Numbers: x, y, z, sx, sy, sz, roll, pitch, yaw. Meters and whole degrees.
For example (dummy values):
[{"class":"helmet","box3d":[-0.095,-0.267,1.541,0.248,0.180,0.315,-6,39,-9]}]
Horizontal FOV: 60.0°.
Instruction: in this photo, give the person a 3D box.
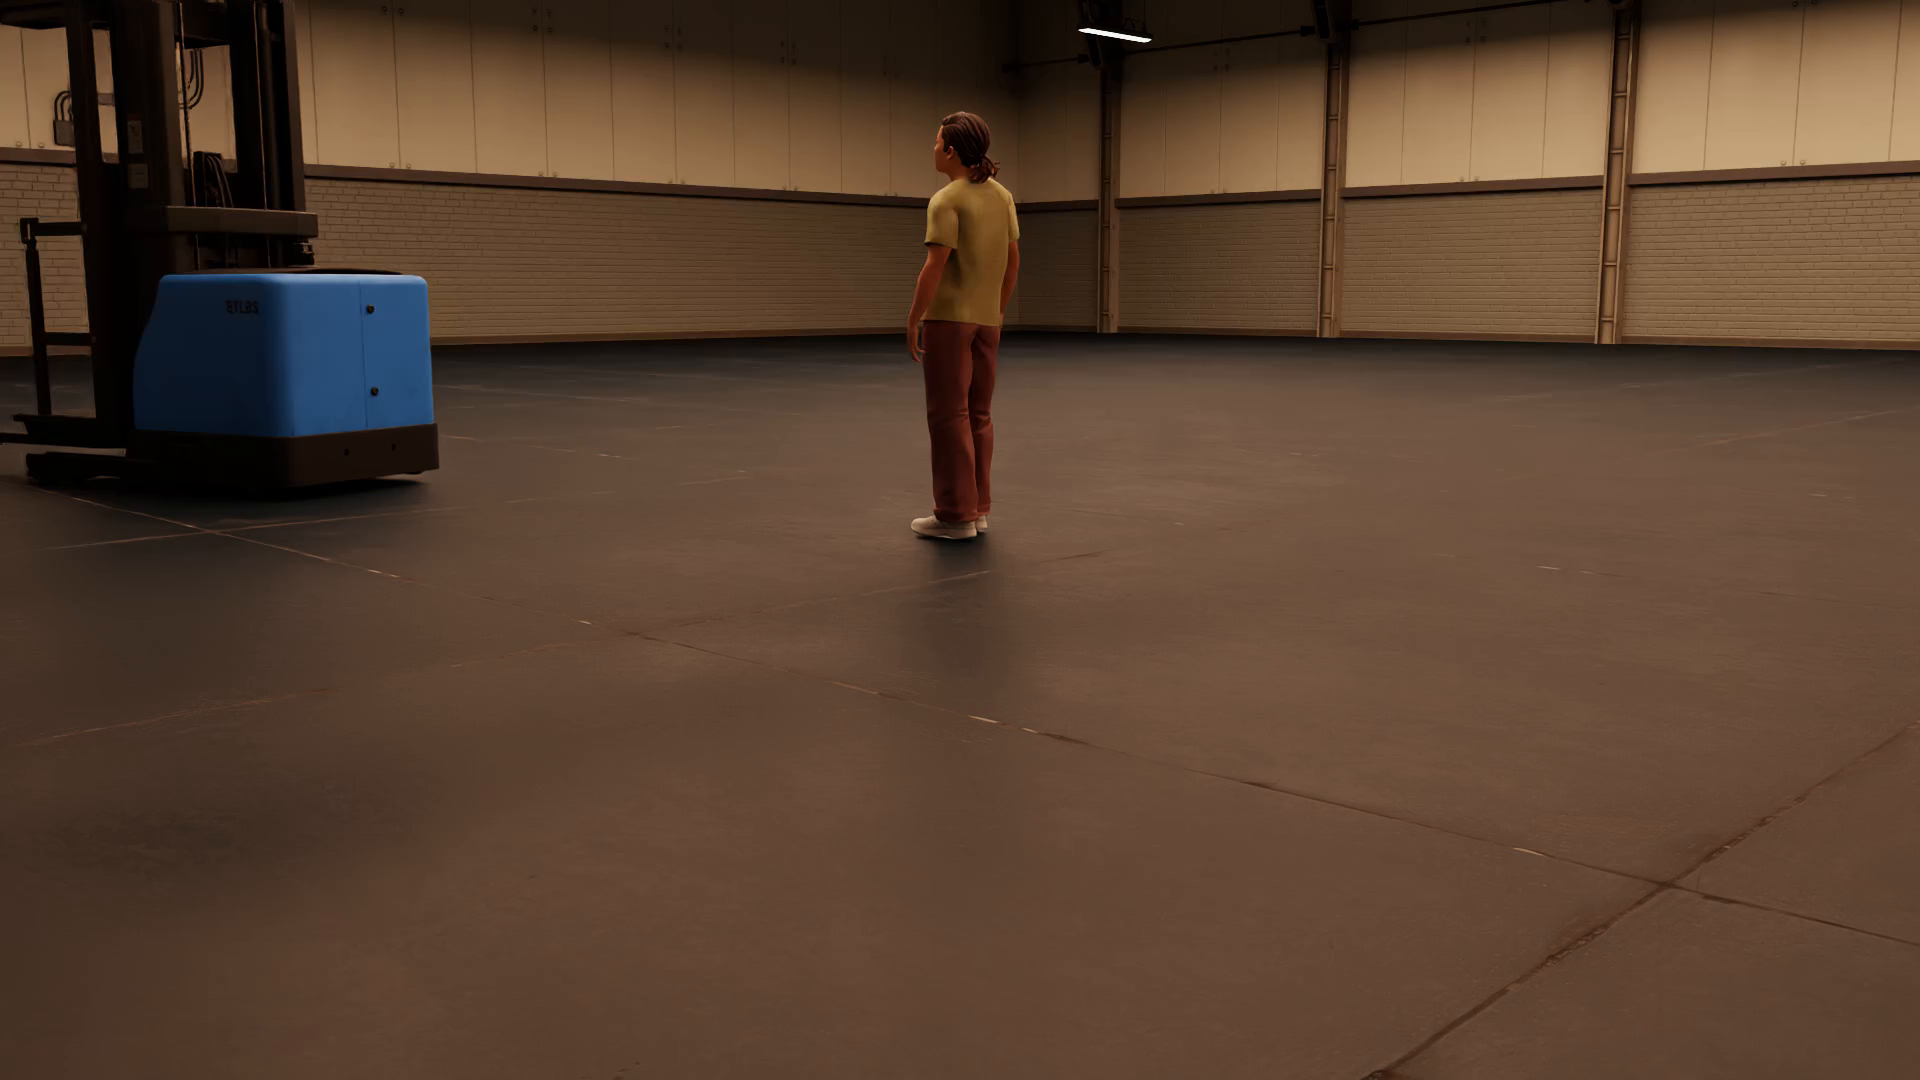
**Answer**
[{"class":"person","box3d":[-0.045,-0.845,6.651,0.548,1.673,0.553,8,12,43]}]

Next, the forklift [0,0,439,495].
[{"class":"forklift","box3d":[-4.280,-1.791,8.771,3.031,2.935,1.130,4,10,27]}]
